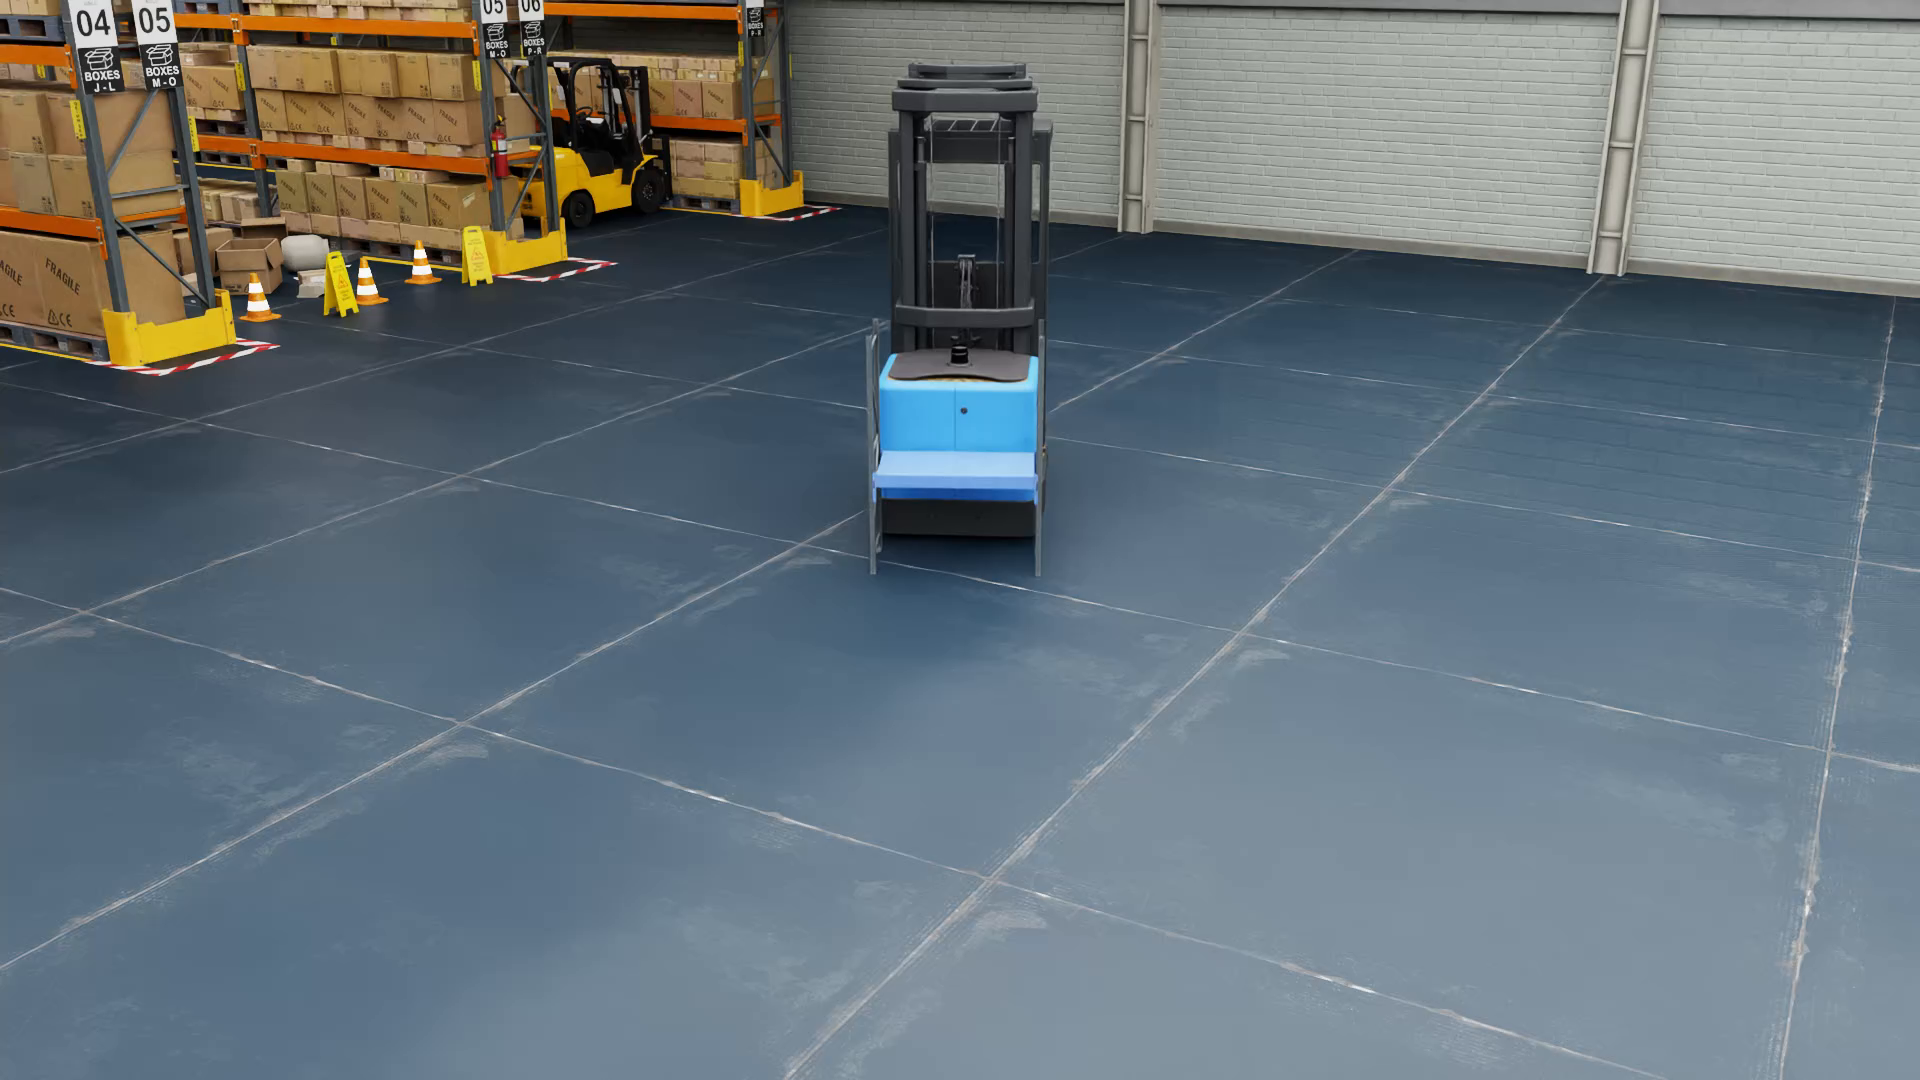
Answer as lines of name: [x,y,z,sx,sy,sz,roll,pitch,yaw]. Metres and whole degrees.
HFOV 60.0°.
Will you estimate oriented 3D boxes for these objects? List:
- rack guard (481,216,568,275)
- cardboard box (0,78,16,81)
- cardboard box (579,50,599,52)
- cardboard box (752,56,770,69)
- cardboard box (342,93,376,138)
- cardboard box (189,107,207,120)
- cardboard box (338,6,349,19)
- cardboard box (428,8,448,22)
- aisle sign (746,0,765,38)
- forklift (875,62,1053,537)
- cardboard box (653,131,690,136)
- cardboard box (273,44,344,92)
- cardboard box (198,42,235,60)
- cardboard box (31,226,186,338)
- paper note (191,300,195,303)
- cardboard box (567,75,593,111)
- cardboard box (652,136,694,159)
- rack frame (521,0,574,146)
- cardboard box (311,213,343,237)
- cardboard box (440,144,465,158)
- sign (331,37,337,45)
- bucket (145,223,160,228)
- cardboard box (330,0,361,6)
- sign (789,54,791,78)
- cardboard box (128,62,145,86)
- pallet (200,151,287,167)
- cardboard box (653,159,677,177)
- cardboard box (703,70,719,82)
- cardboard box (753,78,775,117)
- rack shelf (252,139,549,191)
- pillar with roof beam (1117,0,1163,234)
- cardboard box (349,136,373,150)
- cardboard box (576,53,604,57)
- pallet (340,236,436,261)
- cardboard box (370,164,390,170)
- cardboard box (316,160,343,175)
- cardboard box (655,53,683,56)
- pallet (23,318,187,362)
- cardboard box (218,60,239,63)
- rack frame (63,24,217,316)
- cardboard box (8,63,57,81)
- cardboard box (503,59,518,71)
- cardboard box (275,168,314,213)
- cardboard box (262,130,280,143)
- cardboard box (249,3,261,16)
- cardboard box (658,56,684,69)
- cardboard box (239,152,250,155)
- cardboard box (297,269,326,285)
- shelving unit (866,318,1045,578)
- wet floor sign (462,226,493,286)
rack guard: [-5.203,-3.522,19.840,0.348,0.500,1.175,11,23,27]
cardboard box: [-9.708,-4.178,16.180,0.550,0.550,0.875,11,23,27]
cardboard box: [-5.586,-7.302,25.062,0.250,0.149,0.380,10,22,26]
cardboard box: [-2.908,-6.774,23.605,0.250,0.149,0.380,10,22,26]
cardboard box: [-7.048,-5.138,20.048,0.500,0.500,0.500,11,23,28]
cardboard box: [-9.676,-5.513,21.418,0.250,0.149,0.380,10,22,26]
cardboard box: [-7.128,-6.259,19.691,0.250,0.149,0.380,11,23,28]
cardboard box: [-5.817,-5.984,18.932,0.250,0.149,0.380,11,23,28]
aisle sign: [-2.805,-7.286,22.740,0.004,0.787,0.394,11,23,27]
forklift: [0.080,-1.854,11.677,1.130,2.935,3.031,1,20,4]
cardboard box: [-4.359,-5.929,24.762,0.500,0.250,0.500,10,22,26]
cardboard box: [-7.915,-5.777,20.343,0.500,0.500,0.700,11,23,28]
cardboard box: [-12.430,-8.169,28.225,0.500,0.500,0.700,11,23,28]
cardboard box: [-8.086,-2.485,15.818,0.875,0.875,0.875,11,23,28]
paper note: [-8.279,-2.577,17.954,0.032,0.001,0.123,-11,23,-29]
cardboard box: [-5.488,-6.641,24.628,0.500,0.500,0.500,11,23,28]
cardboard box: [-4.167,-5.685,24.089,0.500,0.250,0.500,11,23,28]
rack frame: [-6.211,-6.828,25.288,0.127,3.000,1.000,11,23,27]
cardboard box: [-7.773,-3.990,20.883,0.500,0.250,0.500,12,23,30]
cardboard box: [-5.842,-4.574,19.443,0.250,0.149,0.380,10,22,27]
sign: [-9.959,-7.837,26.489,0.005,0.325,0.100,11,23,27]
bucket: [-9.711,-3.698,19.233,0.726,0.611,0.620,-16,16,-38]
cardboard box: [-7.050,-6.421,19.551,0.500,0.250,0.500,11,23,28]
sign: [-2.443,-6.771,23.746,0.005,0.325,0.100,11,23,27]
cardboard box: [-10.482,-5.999,21.804,0.500,0.500,0.500,10,22,25]
pallet: [-12.466,-6.723,29.090,1.213,0.211,1.003,11,23,27]
cardboard box: [-4.190,-5.456,24.191,0.500,0.250,0.500,10,22,26]
cardboard box: [-3.396,-6.522,23.349,0.250,0.149,0.380,11,23,28]
cardboard box: [-3.016,-6.374,23.892,0.500,0.500,0.500,12,23,29]
rack shelf: [-6.882,-4.678,20.419,4.000,0.370,1.077,11,23,27]
pillar with roof beam: [0.252,-7.087,17.207,0.400,9.000,9.100,11,23,27]
cardboard box: [-7.164,-4.834,20.161,0.250,0.149,0.380,11,23,27]
cardboard box: [-5.403,-7.048,24.363,0.250,0.149,0.380,11,23,28]
pallet: [-6.956,-3.735,20.851,1.213,0.211,1.003,11,23,27]
cardboard box: [-7.536,-4.504,21.200,0.500,0.500,0.500,11,23,28]
cardboard box: [-7.715,-4.609,20.539,0.250,0.149,0.380,12,23,29]
cardboard box: [-4.244,-7.039,24.338,0.250,0.149,0.380,11,23,28]
pallet: [-8.198,-1.992,16.048,1.213,0.211,1.003,11,23,27]
cardboard box: [-9.760,-6.066,21.991,0.500,0.500,0.500,11,22,27]
rack frame: [-7.462,-3.194,15.270,0.127,3.000,1.000,11,23,27]
cardboard box: [-12.699,-6.540,22.882,0.500,0.500,0.500,10,22,26]
cardboard box: [-6.852,-7.208,25.239,0.250,0.149,0.380,10,22,27]
cardboard box: [-8.245,-4.428,20.990,0.500,0.500,0.500,12,23,30]
cardboard box: [-8.510,-5.083,20.848,0.250,0.149,0.380,11,23,27]
cardboard box: [-8.474,-6.515,20.397,0.250,0.149,0.380,10,22,26]
cardboard box: [-4.069,-6.792,23.656,0.250,0.149,0.380,11,23,29]
cardboard box: [-11.979,-6.863,28.436,0.500,0.500,0.500,10,22,26]
cardboard box: [-7.265,-2.960,18.808,0.380,0.149,0.250,-11,23,-29]
shelving unit: [-0.020,-0.566,10.225,1.048,1.500,0.538,1,20,2]
wet floor sign: [-5.492,-3.227,18.815,0.267,0.644,0.232,-16,26,-38]
